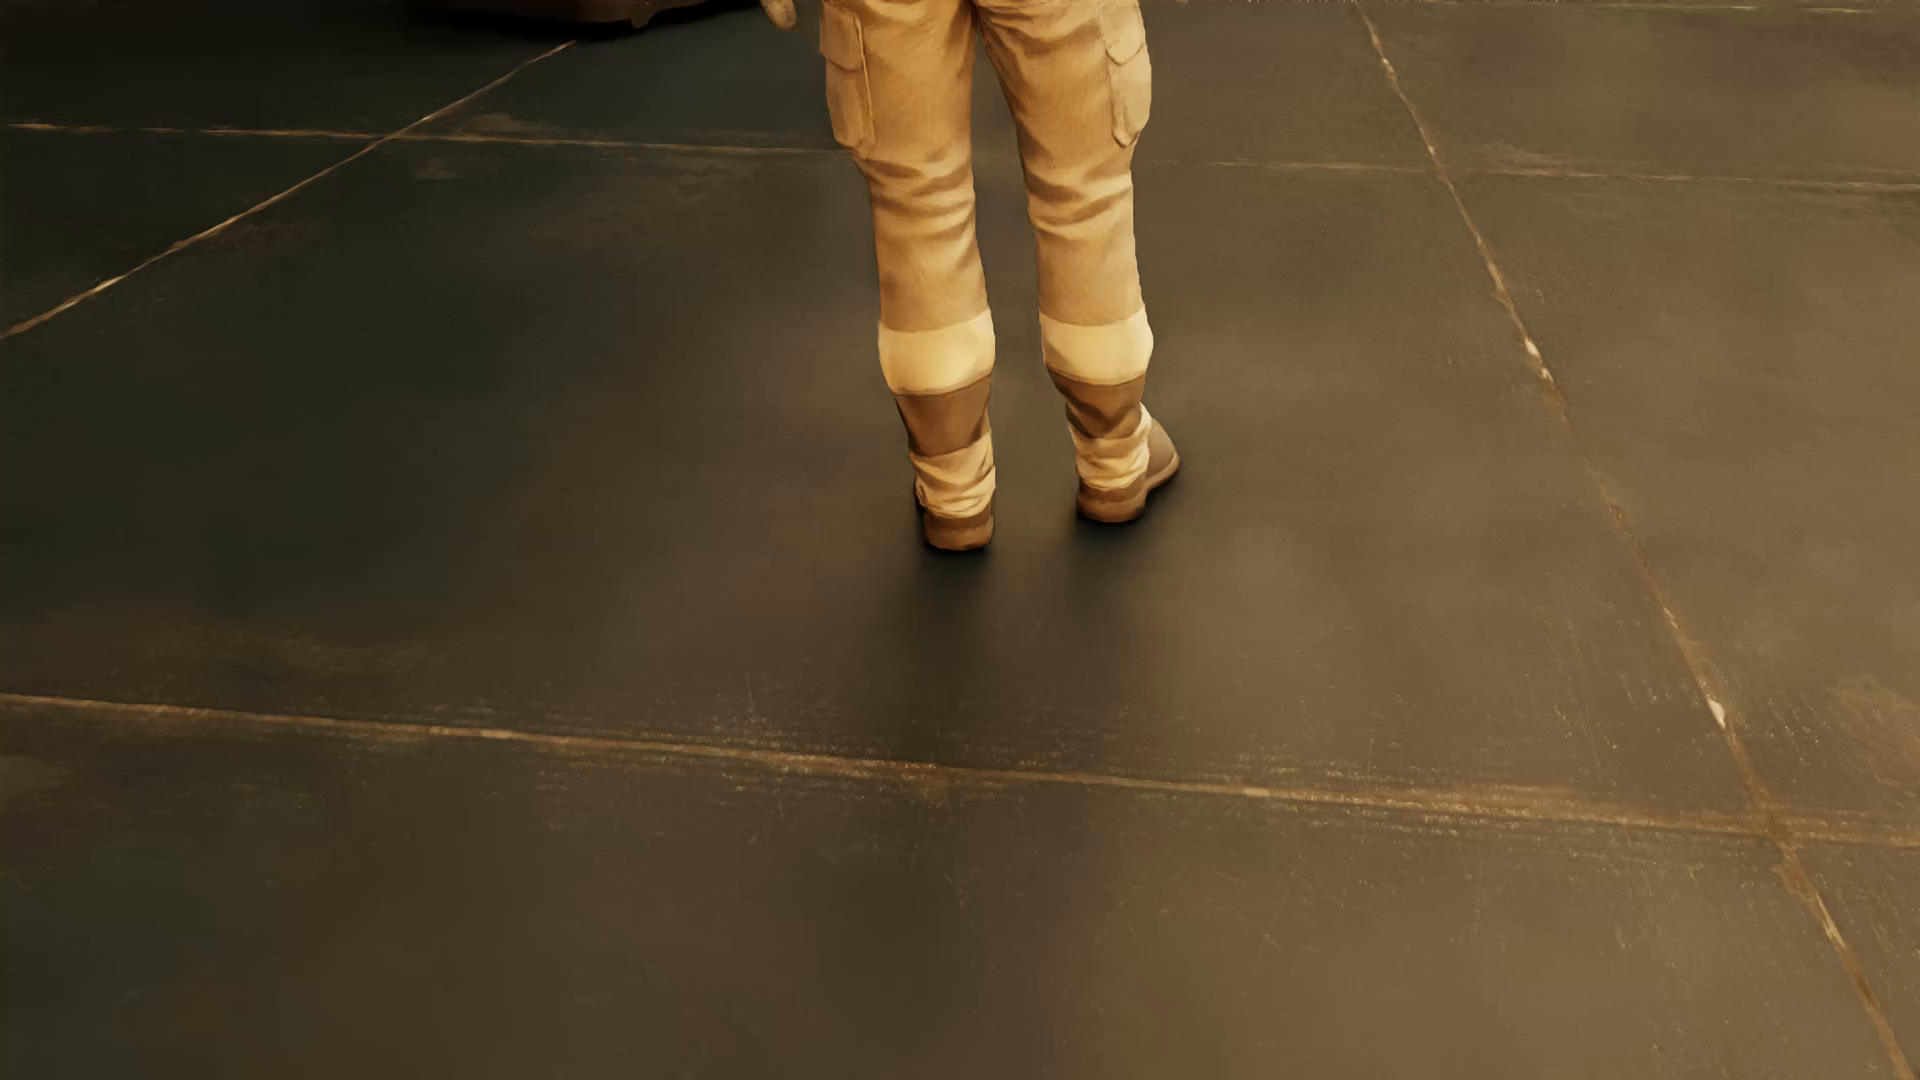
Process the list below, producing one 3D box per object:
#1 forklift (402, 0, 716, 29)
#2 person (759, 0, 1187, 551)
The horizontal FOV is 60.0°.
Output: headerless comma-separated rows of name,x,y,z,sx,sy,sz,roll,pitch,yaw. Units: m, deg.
forklift,-1.092,-3.864,6.962,1.130,2.935,3.031,13,29,24
person,0.022,-0.842,2.168,0.637,1.787,0.563,3,27,7
